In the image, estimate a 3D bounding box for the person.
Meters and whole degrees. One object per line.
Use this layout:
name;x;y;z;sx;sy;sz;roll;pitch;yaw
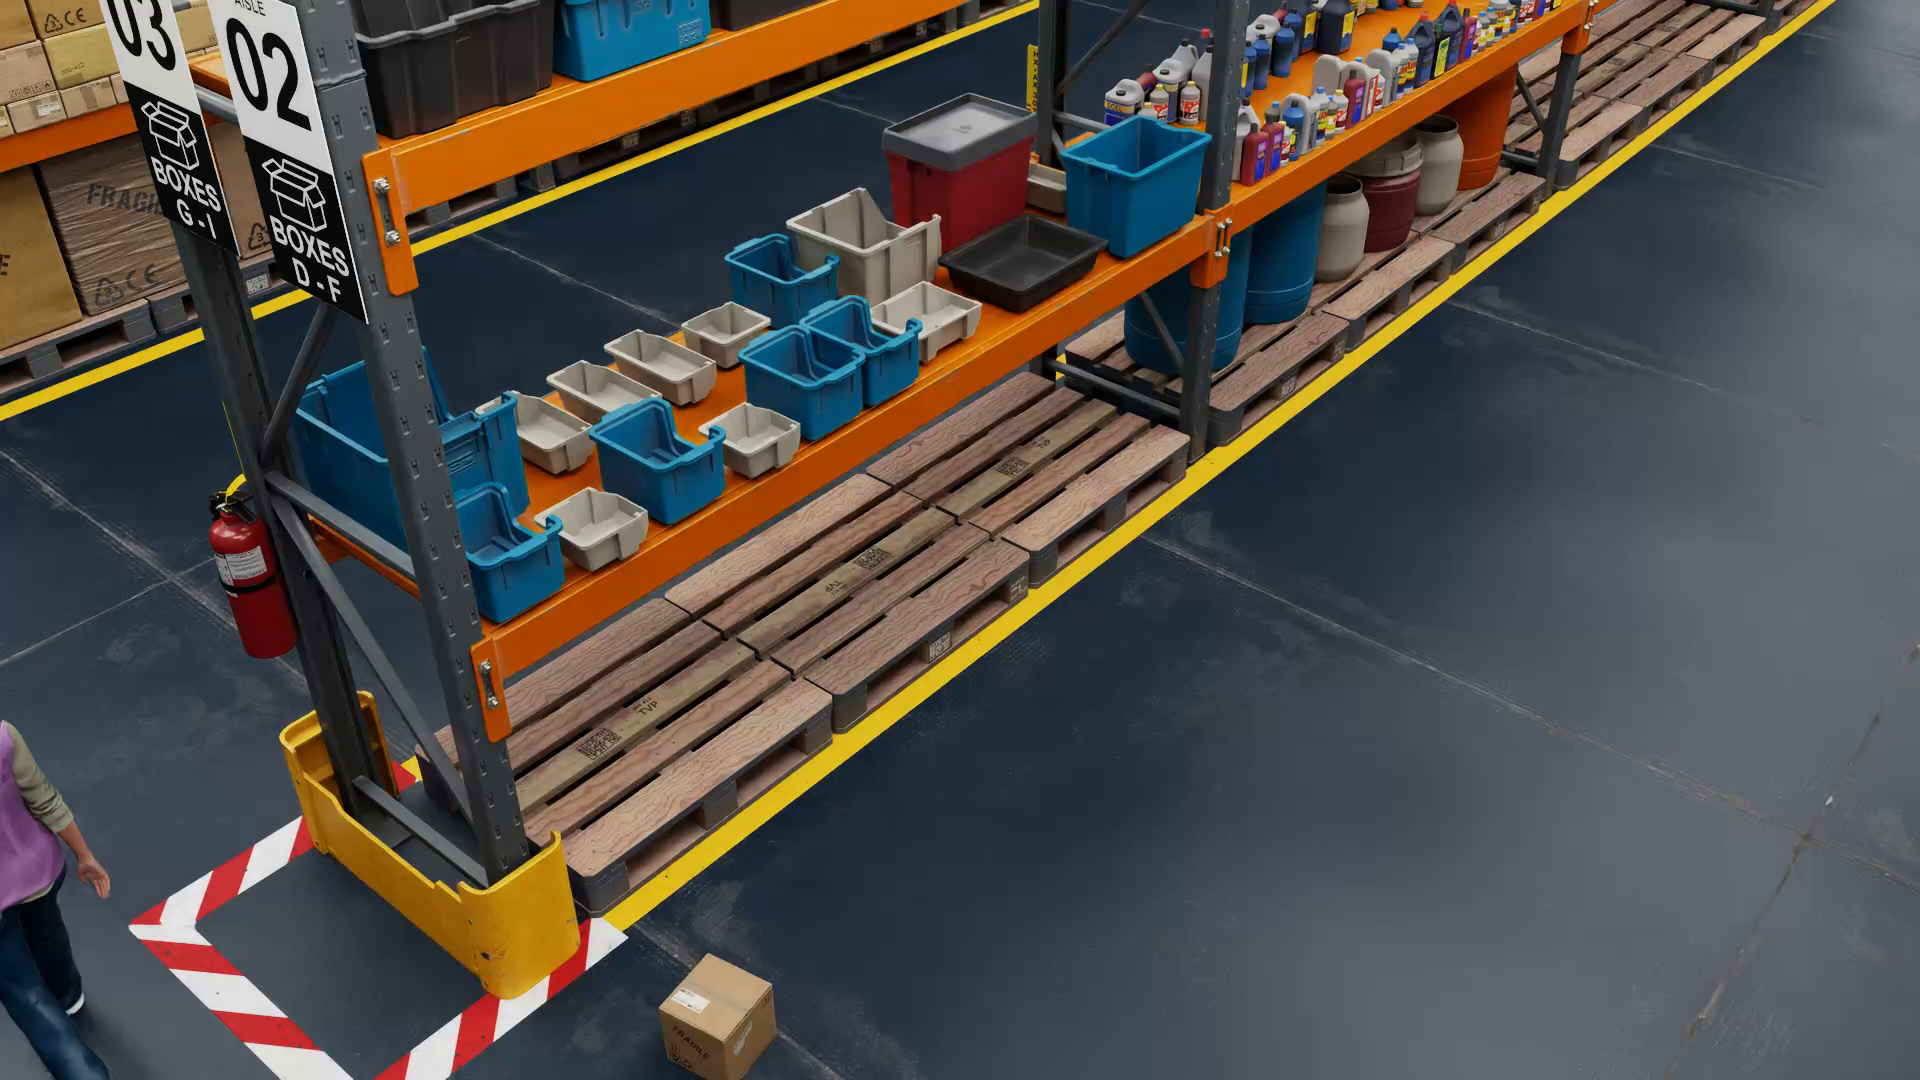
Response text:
person;-2.733;0.992;4.763;0.930;1.543;0.473;28;44;33
